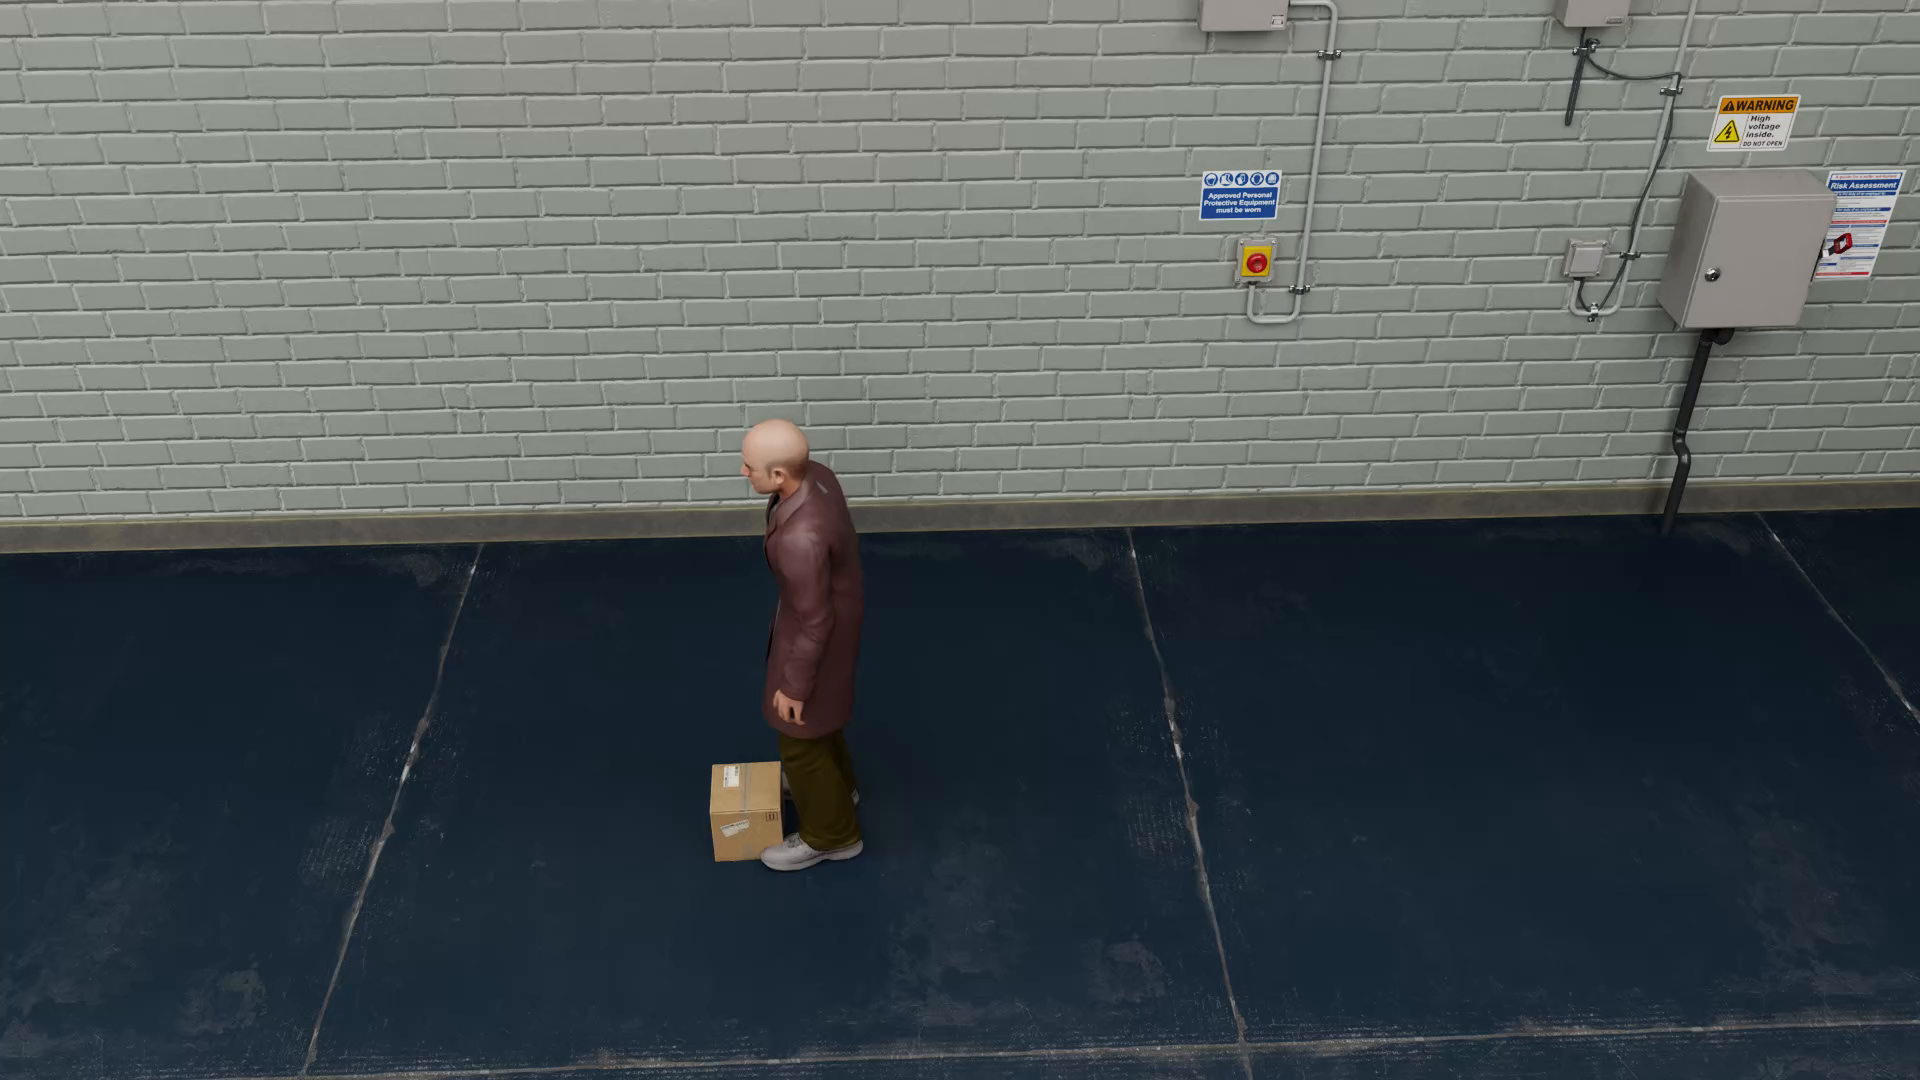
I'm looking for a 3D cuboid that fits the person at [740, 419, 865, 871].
[{"bbox_3d":[-0.526,0.353,5.648,0.422,1.774,0.642,-1,35,-2],"label":"person"}]
